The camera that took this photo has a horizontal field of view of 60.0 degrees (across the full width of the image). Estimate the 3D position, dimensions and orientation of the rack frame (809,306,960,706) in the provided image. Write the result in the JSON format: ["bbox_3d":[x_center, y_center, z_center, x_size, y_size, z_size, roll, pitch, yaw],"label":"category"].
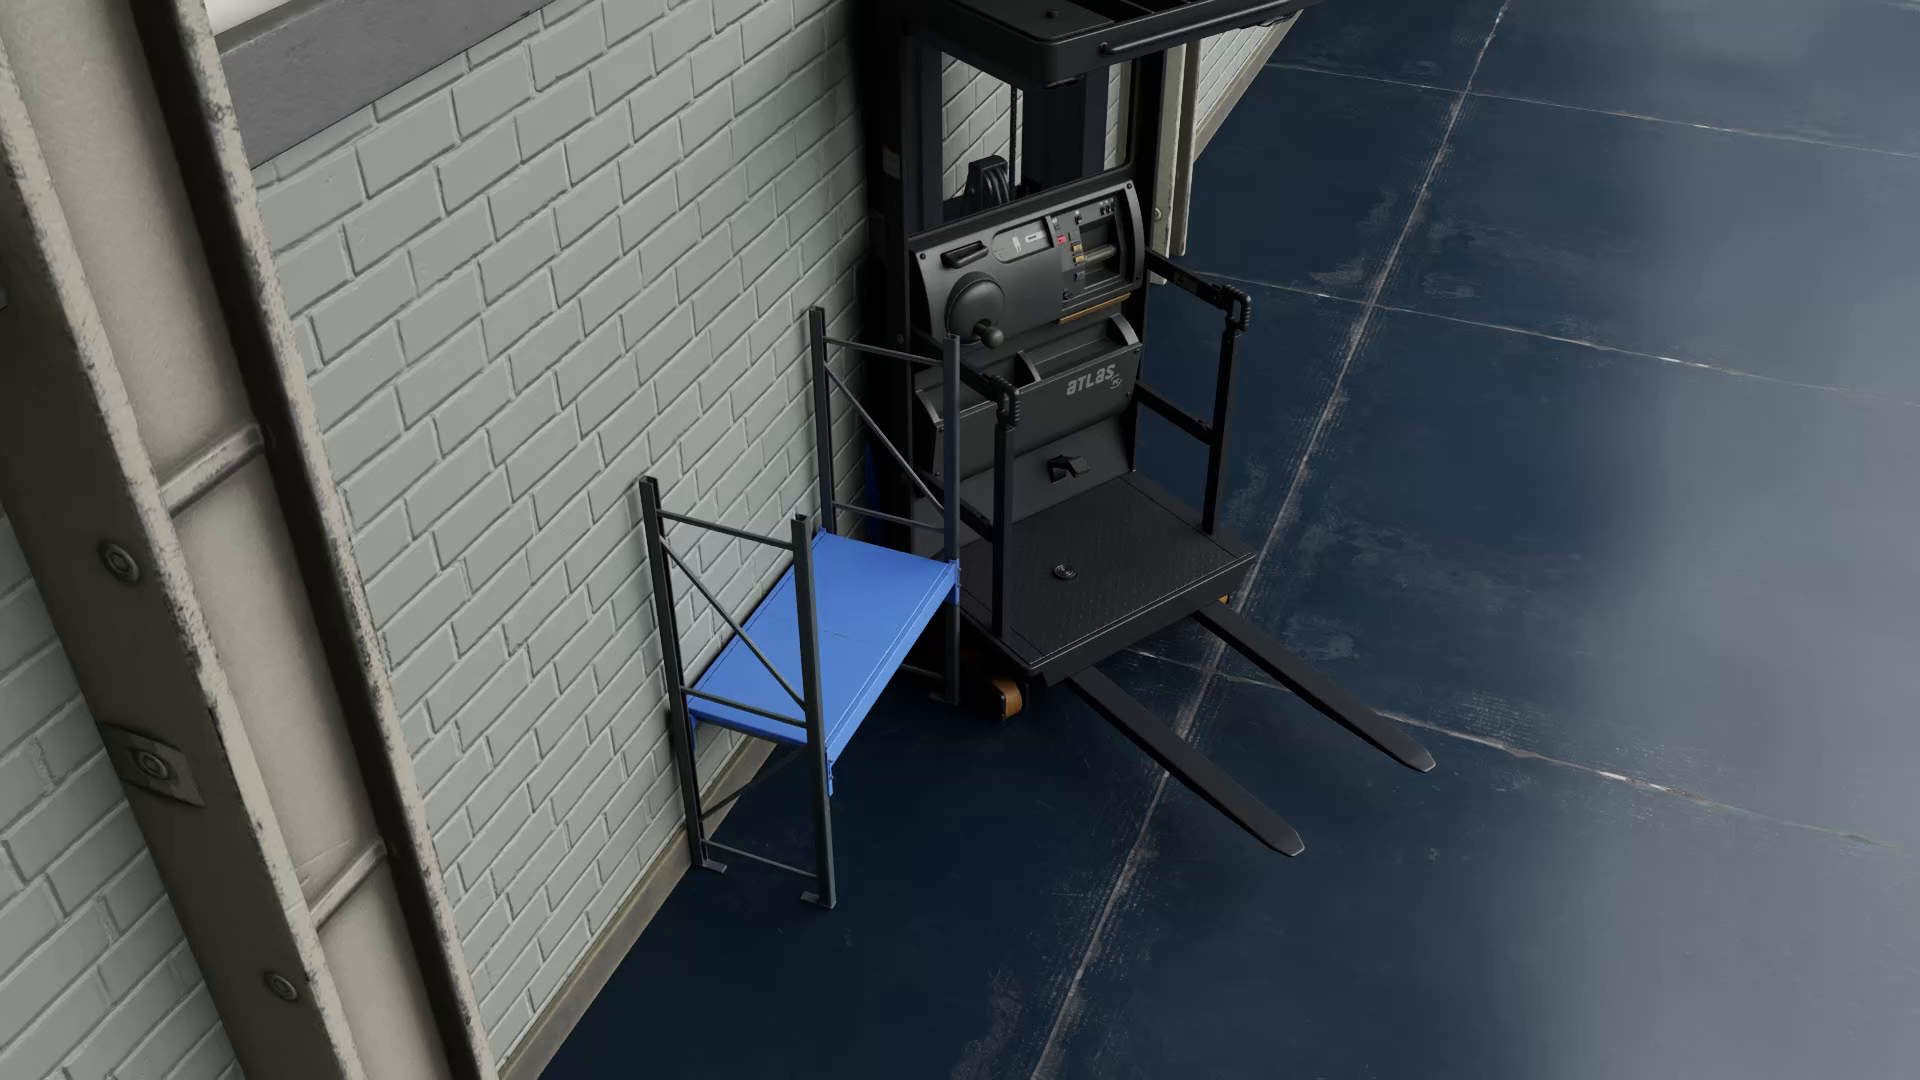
[{"bbox_3d":[-0.238,-0.072,5.593,0.500,1.500,0.032,14,39,18],"label":"rack frame"}]

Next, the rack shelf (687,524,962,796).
[{"bbox_3d":[-0.432,0.354,5.325,0.538,0.185,1.000,14,39,18],"label":"rack shelf"}]

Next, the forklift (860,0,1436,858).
[{"bbox_3d":[0.376,-0.872,5.468,1.130,2.935,3.031,-24,43,-29],"label":"forklift"}]

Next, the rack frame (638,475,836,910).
[{"bbox_3d":[-0.626,0.491,4.841,0.500,1.500,0.032,14,39,18],"label":"rack frame"}]

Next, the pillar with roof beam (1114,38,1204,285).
[{"bbox_3d":[4.954,-4.072,4.682,9.100,9.000,0.400,14,39,18],"label":"pillar with roof beam"}]

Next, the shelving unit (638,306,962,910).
[{"bbox_3d":[-0.432,0.210,5.217,0.538,1.500,1.048,14,39,18],"label":"shelving unit"}]
